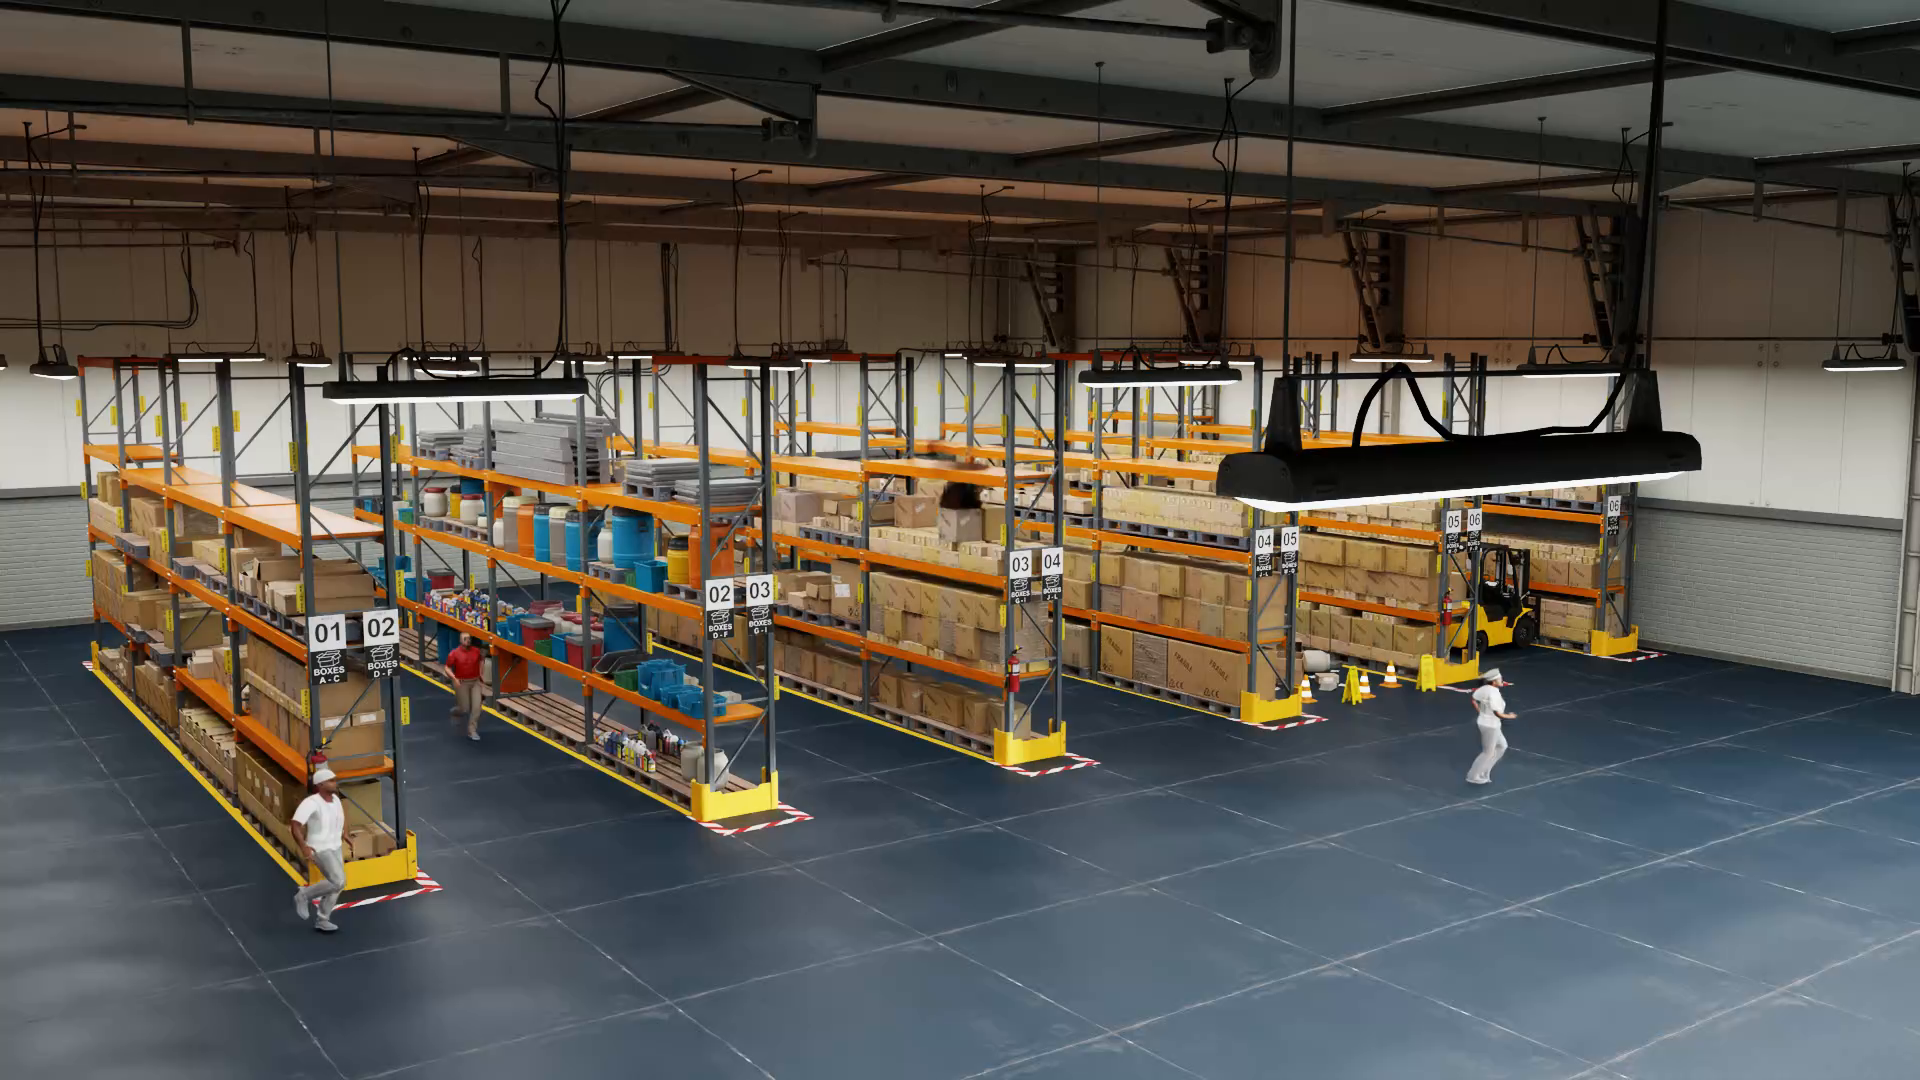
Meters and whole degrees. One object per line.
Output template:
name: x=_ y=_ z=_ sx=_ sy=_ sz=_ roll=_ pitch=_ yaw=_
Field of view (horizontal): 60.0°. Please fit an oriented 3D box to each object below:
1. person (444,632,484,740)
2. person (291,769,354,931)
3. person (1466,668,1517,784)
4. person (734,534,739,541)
person: x=-7.836 y=2.304 z=26.434 sx=0.668 sy=1.699 sz=0.677 roll=-6 pitch=9 yaw=-39
person: x=-6.844 y=3.321 z=17.976 sx=0.545 sy=1.691 sz=0.744 roll=2 pitch=7 yaw=13
person: x=7.534 y=2.654 z=23.569 sx=0.674 sy=1.710 sz=0.590 roll=1 pitch=7 yaw=5
person: x=-5.642 y=0.567 z=40.606 sx=0.743 sy=1.687 sz=0.980 roll=2 pitch=7 yaw=14
